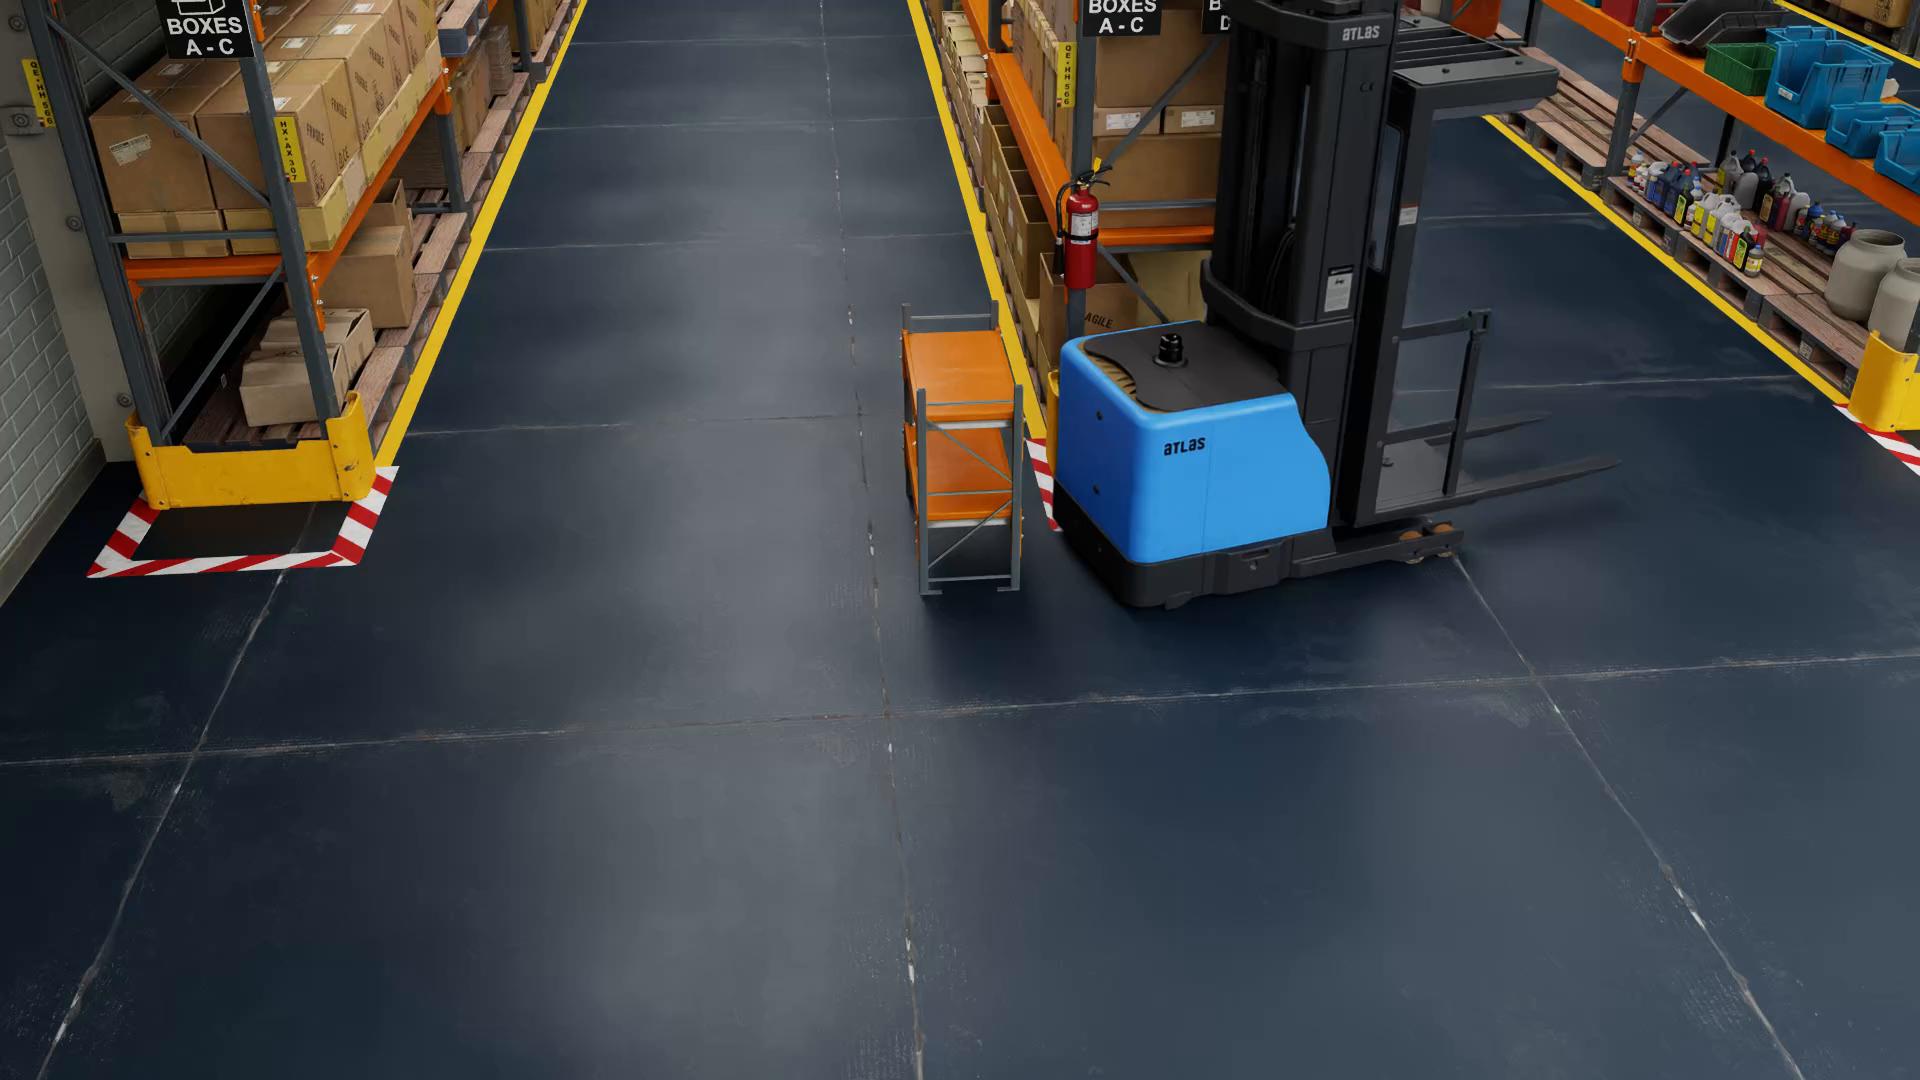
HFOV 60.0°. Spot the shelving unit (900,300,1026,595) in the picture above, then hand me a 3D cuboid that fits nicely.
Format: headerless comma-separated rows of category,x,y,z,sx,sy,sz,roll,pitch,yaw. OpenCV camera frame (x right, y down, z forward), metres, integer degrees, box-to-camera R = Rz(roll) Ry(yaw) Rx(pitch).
shelving unit,-0.001,-0.486,8.467,0.538,1.125,1.048,-3,31,-5

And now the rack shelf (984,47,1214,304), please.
rack shelf,0.897,-2.478,10.675,1.077,0.370,4.000,-3,31,-5

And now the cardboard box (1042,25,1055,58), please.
cardboard box,0.712,-3.065,10.226,0.380,0.149,0.250,-3,31,-5

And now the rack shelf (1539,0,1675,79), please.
rack shelf,5.455,-4.755,14.488,1.077,0.370,4.000,-3,31,-5

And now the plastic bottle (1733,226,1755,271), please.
plastic bottle,5.379,-1.999,11.392,0.061,0.283,0.133,-2,31,-3

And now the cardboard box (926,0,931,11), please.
cardboard box,-0.088,-5.964,17.818,0.500,0.500,0.500,-4,31,-6

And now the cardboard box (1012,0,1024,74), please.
cardboard box,0.758,-3.624,11.795,0.700,0.500,0.500,-4,31,-6

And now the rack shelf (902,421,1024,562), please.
rack shelf,-0.001,-0.276,8.593,0.538,0.278,1.000,-3,31,-5

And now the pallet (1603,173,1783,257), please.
pallet,5.664,-2.501,12.731,1.003,0.211,1.213,-3,31,-5

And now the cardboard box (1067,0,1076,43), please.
cardboard box,0.994,-2.900,9.317,0.700,0.500,0.500,-4,31,-6

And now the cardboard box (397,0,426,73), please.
cardboard box,-3.817,-3.353,10.835,0.500,0.500,0.500,-3,31,-5

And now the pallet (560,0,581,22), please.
pallet,-4.822,-6.065,18.699,1.003,0.211,1.213,-3,31,-5

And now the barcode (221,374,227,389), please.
barcode,-4.223,-0.912,9.536,0.001,0.075,0.075,-3,31,-5

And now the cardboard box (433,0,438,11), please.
cardboard box,-4.235,-4.062,12.098,0.700,0.500,0.500,-3,31,-4

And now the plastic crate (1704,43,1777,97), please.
plastic crate,5.488,-3.246,11.465,0.450,0.188,0.662,-3,31,-5

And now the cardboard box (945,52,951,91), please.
cardboard box,0.141,-4.312,15.315,0.500,0.250,0.500,-4,31,-6

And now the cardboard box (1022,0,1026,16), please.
cardboard box,0.618,-3.589,11.103,0.380,0.149,0.250,-3,31,-5

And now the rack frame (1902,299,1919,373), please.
rack frame,6.016,-2.001,9.175,1.000,3.000,0.127,-3,31,-5

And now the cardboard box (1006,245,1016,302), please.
cardboard box,0.588,-1.790,11.094,0.500,0.250,0.500,-3,31,-5

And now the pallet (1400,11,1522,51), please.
pallet,5.153,-5.289,17.398,1.003,0.211,1.213,-3,31,-5

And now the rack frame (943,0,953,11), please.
rack frame,0.337,-5.850,15.619,1.000,3.000,0.127,-3,31,-5

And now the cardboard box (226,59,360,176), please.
cardboard box,-3.629,-2.303,9.077,0.500,0.500,0.500,-3,31,-4

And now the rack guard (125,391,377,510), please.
rack guard,-3.855,-0.492,9.086,1.175,0.500,0.348,-3,31,-5

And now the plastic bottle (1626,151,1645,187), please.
plastic bottle,5.236,-2.877,12.873,0.097,0.271,0.097,0,31,0

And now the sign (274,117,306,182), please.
sign,-3.307,-1.924,8.202,0.100,0.325,0.005,-3,31,-5

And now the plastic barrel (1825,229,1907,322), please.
plastic barrel,5.832,-1.701,10.690,0.421,0.512,0.421,0,31,0

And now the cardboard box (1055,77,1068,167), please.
cardboard box,0.959,-2.569,10.028,0.700,0.500,0.500,-3,31,-4

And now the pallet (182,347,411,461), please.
pallet,-3.896,-0.784,9.857,1.003,0.211,1.213,-3,31,-5

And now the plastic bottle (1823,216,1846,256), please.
plastic bottle,6.125,-2.134,11.629,0.097,0.271,0.097,0,31,0

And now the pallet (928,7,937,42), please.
pallet,0.194,-5.657,18.015,1.003,0.211,1.213,-3,31,-5

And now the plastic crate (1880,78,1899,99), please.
plastic crate,6.046,-3.113,11.294,0.530,0.136,0.437,-3,31,-5

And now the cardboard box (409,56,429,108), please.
cardboard box,-3.837,-3.031,11.025,0.500,0.250,0.500,-3,31,-4

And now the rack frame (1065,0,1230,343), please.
rack frame,1.084,-1.765,8.781,1.000,3.000,0.127,-3,31,-5

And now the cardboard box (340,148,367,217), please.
cardboard box,-3.640,-1.999,9.299,0.500,0.250,0.500,-4,31,-6

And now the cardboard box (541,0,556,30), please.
cardboard box,-4.609,-5.697,17.050,0.750,0.750,0.750,-3,31,-5

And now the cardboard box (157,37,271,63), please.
cardboard box,-4.193,-2.544,9.480,0.500,0.500,0.500,-4,31,-6

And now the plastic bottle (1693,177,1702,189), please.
plastic bottle,5.438,-2.560,12.343,0.097,0.271,0.097,0,31,0

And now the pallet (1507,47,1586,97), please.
pallet,5.302,-4.491,16.063,1.003,0.211,1.213,-3,31,-5

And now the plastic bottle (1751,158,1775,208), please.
plastic bottle,6.007,-2.682,12.469,0.144,0.351,0.185,-4,31,-7

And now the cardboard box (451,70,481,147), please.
cardboard box,-4.412,-3.583,13.832,0.700,0.500,0.500,-2,31,-4

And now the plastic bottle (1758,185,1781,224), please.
plastic bottle,5.938,-2.470,12.180,0.061,0.283,0.133,-3,31,-5

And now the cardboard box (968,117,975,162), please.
cardboard box,0.337,-3.264,13.561,0.500,0.250,0.500,-3,31,-5

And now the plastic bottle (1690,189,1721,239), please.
plastic bottle,5.362,-2.349,11.912,0.144,0.351,0.185,-3,31,-5

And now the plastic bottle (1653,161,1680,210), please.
plastic bottle,5.305,-2.663,12.437,0.144,0.351,0.185,-2,31,-3

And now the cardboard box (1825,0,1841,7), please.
cardboard box,10.080,-6.400,18.201,1.225,0.875,0.875,-3,31,-4

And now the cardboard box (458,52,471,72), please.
cardboard box,-4.432,-4.127,14.011,0.500,0.250,0.500,-3,31,-5

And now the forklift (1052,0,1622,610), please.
forklift,2.062,-1.378,8.198,3.031,2.935,1.130,-11,33,-18

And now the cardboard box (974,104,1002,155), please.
cardboard box,0.387,-3.241,12.976,0.500,0.311,0.500,-3,31,-5

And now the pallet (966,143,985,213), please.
pallet,0.603,-2.985,13.541,1.003,0.211,1.213,-3,31,-5

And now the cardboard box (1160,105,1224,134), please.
cardboard box,1.262,-2.298,8.941,0.380,0.149,0.250,-3,31,-5

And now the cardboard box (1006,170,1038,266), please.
cardboard box,0.584,-2.112,10.901,0.500,0.500,0.500,-3,31,-5

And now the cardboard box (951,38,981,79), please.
cardboard box,0.196,-4.281,14.717,0.500,0.311,0.500,-4,31,-6

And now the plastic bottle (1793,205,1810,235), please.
plastic bottle,6.087,-2.311,11.993,0.097,0.201,0.097,0,31,0

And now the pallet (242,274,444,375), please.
pallet,-4.006,-1.406,10.898,1.003,0.211,1.213,-3,31,-5

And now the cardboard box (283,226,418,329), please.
cardboard box,-3.895,-1.668,10.625,0.700,0.500,0.500,-5,31,-8
